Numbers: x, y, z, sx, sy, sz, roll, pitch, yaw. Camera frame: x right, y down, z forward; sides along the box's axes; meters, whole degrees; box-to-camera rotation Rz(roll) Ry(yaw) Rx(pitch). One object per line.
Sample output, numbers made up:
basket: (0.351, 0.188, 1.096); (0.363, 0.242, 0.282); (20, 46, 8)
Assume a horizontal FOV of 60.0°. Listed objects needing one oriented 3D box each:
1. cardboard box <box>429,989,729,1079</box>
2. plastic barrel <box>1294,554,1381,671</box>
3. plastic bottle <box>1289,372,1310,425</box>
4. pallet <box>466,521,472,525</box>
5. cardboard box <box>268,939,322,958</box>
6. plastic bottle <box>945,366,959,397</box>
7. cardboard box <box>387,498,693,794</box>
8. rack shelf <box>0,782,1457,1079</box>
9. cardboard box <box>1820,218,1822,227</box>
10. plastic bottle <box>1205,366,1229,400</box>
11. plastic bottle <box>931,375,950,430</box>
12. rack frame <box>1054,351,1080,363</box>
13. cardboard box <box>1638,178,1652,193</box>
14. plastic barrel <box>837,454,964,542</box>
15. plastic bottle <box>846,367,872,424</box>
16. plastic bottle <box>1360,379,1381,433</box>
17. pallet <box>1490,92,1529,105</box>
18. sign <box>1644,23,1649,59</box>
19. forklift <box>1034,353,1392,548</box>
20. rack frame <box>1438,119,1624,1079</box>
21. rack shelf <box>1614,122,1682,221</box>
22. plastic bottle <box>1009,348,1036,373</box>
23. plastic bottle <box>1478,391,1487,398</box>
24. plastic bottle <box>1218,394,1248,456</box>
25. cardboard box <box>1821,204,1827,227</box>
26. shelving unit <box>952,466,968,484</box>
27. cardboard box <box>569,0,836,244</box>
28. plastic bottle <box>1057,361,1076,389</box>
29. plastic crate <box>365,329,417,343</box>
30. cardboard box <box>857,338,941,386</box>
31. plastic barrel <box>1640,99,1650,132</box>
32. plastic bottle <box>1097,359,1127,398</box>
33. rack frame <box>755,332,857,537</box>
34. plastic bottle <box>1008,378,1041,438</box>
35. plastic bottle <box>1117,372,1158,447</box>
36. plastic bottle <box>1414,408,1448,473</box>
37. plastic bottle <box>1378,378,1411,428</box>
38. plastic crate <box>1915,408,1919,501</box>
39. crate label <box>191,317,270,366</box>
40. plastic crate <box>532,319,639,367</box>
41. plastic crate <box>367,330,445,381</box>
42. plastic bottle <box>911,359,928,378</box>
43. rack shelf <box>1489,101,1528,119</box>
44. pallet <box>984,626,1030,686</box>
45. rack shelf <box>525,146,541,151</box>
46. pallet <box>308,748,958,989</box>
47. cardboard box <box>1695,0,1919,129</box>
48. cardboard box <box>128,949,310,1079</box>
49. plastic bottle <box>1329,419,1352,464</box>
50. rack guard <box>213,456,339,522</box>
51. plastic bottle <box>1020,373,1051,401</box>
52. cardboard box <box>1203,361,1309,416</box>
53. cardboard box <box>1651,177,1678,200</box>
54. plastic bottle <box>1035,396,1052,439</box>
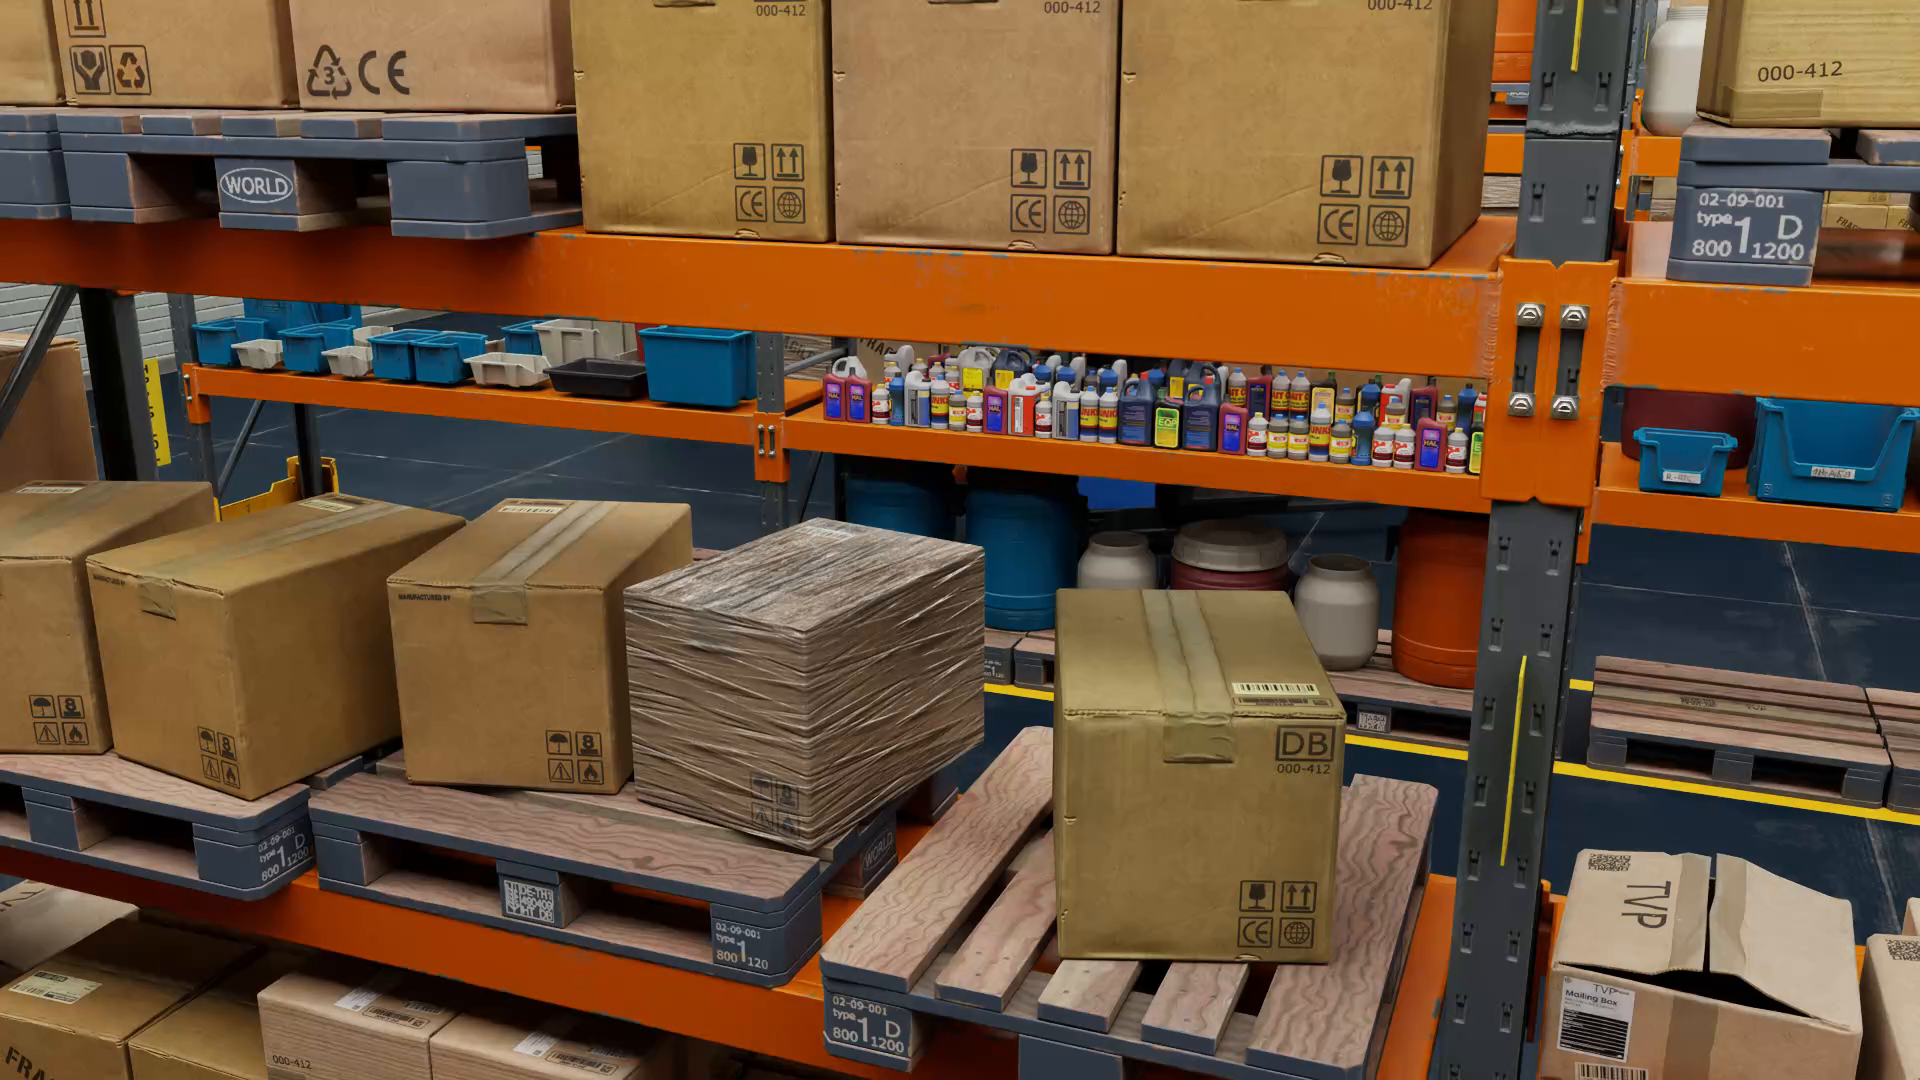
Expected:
cardboard box: (-0.892, 1.214, 3.961); (0.500, 0.250, 0.500); (6, 17, 20)
plastic barrel: (1.873, 0.357, 8.274); (0.421, 0.512, 0.421); (0, 16, 0)
plastic bottle: (1.742, -0.726, 8.525); (0.097, 0.271, 0.097); (0, 16, 0)
pallet: (-3.797, 0.059, 10.592); (1.213, 0.211, 1.003); (6, 17, 21)
cardboard box: (-1.628, 1.337, 4.883); (0.500, 0.500, 0.500); (6, 17, 21)
plastic bottle: (-0.032, -0.842, 9.050); (0.097, 0.201, 0.097); (0, 16, 0)
cardboard box: (-0.983, 0.234, 4.055); (0.500, 0.500, 0.700); (2, 16, 7)
rack shelf: (-0.789, 0.869, 4.091); (4.000, 0.370, 1.077); (6, 17, 21)
cardboard box: (5.783, -2.014, 11.800); (0.500, 0.500, 0.700); (9, 19, 29)
plastic bottle: (1.318, -0.767, 8.657); (0.135, 0.276, 0.152); (6, 17, 21)
plastic bottle: (-0.099, -0.701, 8.439); (0.097, 0.271, 0.097); (0, 16, 0)
rack frame: (0.989, -2.250, 13.544); (0.127, 3.000, 1.000); (6, 17, 21)
cardboard box: (8.580, -4.411, 20.683); (0.250, 0.149, 0.380); (5, 17, 17)
plastic barrel: (-0.329, -0.099, 9.146); (0.708, 0.901, 0.600); (6, 17, 21)
plastic bottle: (-0.520, -0.748, 8.578); (0.133, 0.283, 0.061); (6, 17, 21)
plastic bottle: (2.058, -0.673, 8.343); (0.097, 0.271, 0.097); (0, 16, 0)
pallet: (4.091, -3.243, 11.922); (1.003, 0.211, 1.213); (7, 18, 23)
sign: (6.423, -4.665, 15.556); (0.005, 0.325, 0.100); (6, 17, 21)
forklift: (1.622, -1.488, 11.040); (3.031, 2.935, 1.130); (-3, 16, -10)
rack frame: (1.072, 0.728, 3.286); (0.127, 3.000, 1.000); (6, 17, 21)
rack shelf: (4.753, -1.447, 6.687); (4.000, 0.370, 1.077); (6, 17, 21)
plastic bottle: (0.319, -0.914, 9.029); (0.185, 0.351, 0.144); (6, 17, 21)
plastic bottle: (2.609, -0.625, 8.168); (0.135, 0.276, 0.152); (6, 17, 21)
plastic bottle: (1.296, -0.548, 7.890); (0.133, 0.283, 0.061); (6, 17, 21)
cardboard box: (7.885, -2.946, 15.762); (0.500, 0.500, 0.500); (6, 17, 21)
shelving unit: (-0.013, -0.576, 10.999); (0.189, 1.200, 0.258); (4, 17, 13)
cardboard box: (-0.305, -0.902, 3.340); (0.500, 0.500, 0.910); (6, 17, 21)
plastic bottle: (0.562, -0.810, 8.815); (0.097, 0.271, 0.097); (0, 16, 0)
plastic crate: (-3.460, -1.207, 10.316); (0.243, 0.136, 0.396); (6, 17, 21)
cardboard box: (-0.433, -1.612, 14.403); (0.875, 0.875, 0.875); (6, 17, 21)
plastic barrel: (3.141, -1.910, 7.272); (0.294, 0.245, 0.294); (0, 16, 0)
plastic bottle: (0.807, -0.823, 8.851); (0.135, 0.276, 0.152); (6, 17, 21)
rack frame: (-0.828, -0.965, 9.119); (0.127, 3.000, 1.000); (6, 17, 21)
plastic bottle: (0.324, -0.665, 8.307); (0.135, 0.276, 0.152); (6, 17, 21)
plastic bottle: (0.868, -0.640, 8.086); (0.185, 0.351, 0.144); (6, 17, 21)
plastic bottle: (2.145, -0.455, 7.569); (0.133, 0.283, 0.061); (6, 17, 21)
plastic bottle: (2.178, -0.672, 8.331); (0.135, 0.276, 0.152); (6, 17, 21)
plastic crate: (4.283, -0.342, 6.858); (0.583, 0.464, 0.402); (6, 17, 21)
crate label: (-4.441, -1.212, 10.162); (0.303, 0.233, 0.416); (6, 17, 21)
plastic crate: (-2.181, -1.141, 9.830); (0.530, 0.282, 0.437); (6, 17, 21)
plastic crate: (-3.216, -1.078, 9.698); (0.300, 0.233, 0.416); (6, 17, 21)
plastic bottle: (-0.225, -0.909, 9.280); (0.097, 0.201, 0.097); (0, 16, 0)
rack shelf: (2.849, -3.140, 12.521); (4.000, 0.370, 1.077); (6, 17, 21)
pallet: (-0.126, 0.463, 9.199); (1.213, 0.211, 1.003); (6, 17, 21)
rack shelf: (-2.689, -2.265, 9.506); (4.000, 0.370, 1.077); (6, 17, 21)
pallet: (-0.739, 0.622, 3.994); (1.213, 0.211, 1.003); (6, 17, 21)
cardboard box: (1.514, -0.810, 2.720); (0.500, 0.250, 0.500); (5, 17, 17)
cardboard box: (-1.789, 1.472, 4.416); (0.500, 0.500, 0.500); (7, 17, 21)
plastic bottle: (1.773, -0.462, 7.740); (0.097, 0.201, 0.097); (0, 16, 0)
rack guard: (-4.577, -0.173, 10.874); (0.348, 0.500, 1.175); (6, 17, 21)
plastic bottle: (0.379, -0.704, 8.442); (0.135, 0.276, 0.152); (6, 17, 21)
cardboard box: (2.423, -1.280, 13.260); (0.875, 0.875, 1.225); (6, 17, 19)
cardboard box: (7.038, -3.597, 16.209); (0.500, 0.500, 0.700); (6, 17, 20)
plastic bottle: (0.421, -0.610, 8.252); (0.097, 0.201, 0.097); (0, 16, 0)
